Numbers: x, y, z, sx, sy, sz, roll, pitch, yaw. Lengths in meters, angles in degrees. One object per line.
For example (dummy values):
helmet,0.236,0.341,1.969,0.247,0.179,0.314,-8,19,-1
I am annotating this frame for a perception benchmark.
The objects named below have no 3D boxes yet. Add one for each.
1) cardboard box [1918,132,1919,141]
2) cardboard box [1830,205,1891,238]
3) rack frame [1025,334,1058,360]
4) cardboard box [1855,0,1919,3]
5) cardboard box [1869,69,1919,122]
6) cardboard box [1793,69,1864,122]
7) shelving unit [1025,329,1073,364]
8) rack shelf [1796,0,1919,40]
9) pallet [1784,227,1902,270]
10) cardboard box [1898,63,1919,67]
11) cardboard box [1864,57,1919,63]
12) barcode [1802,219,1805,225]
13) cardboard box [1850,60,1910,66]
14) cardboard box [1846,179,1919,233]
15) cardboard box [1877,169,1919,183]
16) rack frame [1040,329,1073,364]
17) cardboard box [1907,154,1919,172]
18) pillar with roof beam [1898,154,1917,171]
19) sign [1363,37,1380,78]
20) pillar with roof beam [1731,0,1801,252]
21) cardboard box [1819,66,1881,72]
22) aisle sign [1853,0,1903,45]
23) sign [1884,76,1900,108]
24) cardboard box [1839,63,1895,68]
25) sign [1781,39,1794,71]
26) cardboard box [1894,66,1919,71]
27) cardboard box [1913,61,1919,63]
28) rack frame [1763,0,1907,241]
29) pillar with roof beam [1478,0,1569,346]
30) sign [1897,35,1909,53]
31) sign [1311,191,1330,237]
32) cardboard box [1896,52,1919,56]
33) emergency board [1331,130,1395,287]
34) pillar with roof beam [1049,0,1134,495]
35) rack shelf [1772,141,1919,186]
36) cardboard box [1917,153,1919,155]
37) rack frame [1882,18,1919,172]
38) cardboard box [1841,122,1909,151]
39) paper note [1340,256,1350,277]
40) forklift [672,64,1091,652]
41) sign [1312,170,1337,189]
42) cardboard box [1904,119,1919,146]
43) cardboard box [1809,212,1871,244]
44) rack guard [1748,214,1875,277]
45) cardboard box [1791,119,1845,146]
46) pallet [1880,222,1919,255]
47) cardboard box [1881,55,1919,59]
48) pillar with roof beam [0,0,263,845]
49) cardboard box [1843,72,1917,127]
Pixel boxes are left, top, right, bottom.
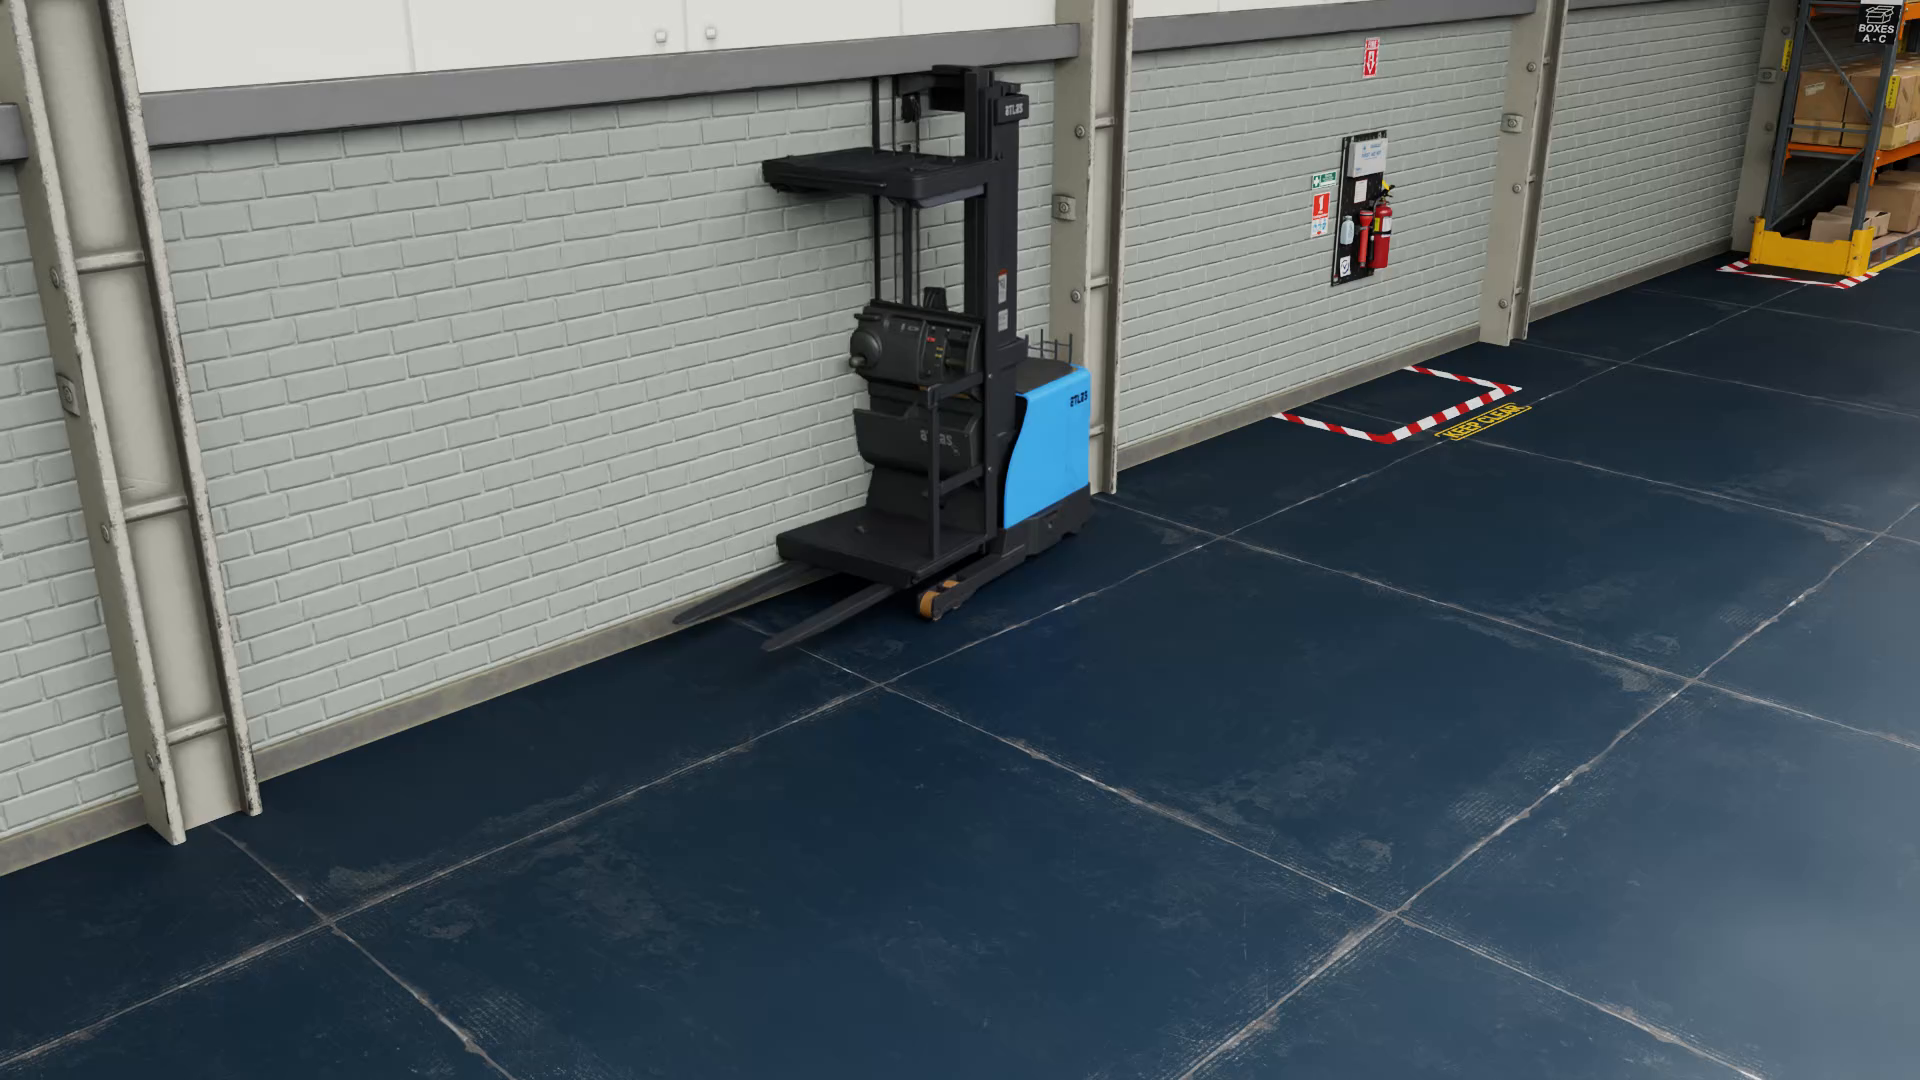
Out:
cardboard box,10.612,-4.657,18.690,0.500,0.250,0.500,19,28,40
cardboard box,10.277,-3.657,19.043,0.500,0.311,0.500,-17,27,-38
rack frame,0.520,-0.735,10.813,0.240,1.200,0.006,14,25,32
cardboard box,9.745,-5.884,17.355,0.500,0.500,0.500,-19,28,-41
cardboard box,10.233,-4.866,18.190,0.500,0.500,0.500,19,28,41
cardboard box,9.509,-4.869,18.196,0.500,0.500,0.500,19,28,40
shelving unit,0.572,-0.762,10.884,0.258,1.200,0.189,14,25,32
rack shelf,10.728,-5.983,18.782,1.077,0.370,4.000,19,28,41
pallet,9.978,-3.323,18.925,1.003,0.211,1.213,19,28,41
cardboard box,10.949,-5.133,18.885,0.500,0.500,0.500,-19,28,-40
cardboard box,10.930,-5.395,19.566,0.500,0.500,0.500,-19,28,-41
barcode,9.606,-3.620,18.932,0.001,0.075,0.075,19,28,41
cardboard box,10.576,-5.259,19.212,0.500,0.500,0.500,-20,29,-41
cardboard box,10.825,-3.921,19.467,0.700,0.500,0.500,17,27,37
cardboard box,11.427,-4.195,20.178,0.500,0.500,0.500,17,27,37
rack frame,0.623,-0.789,10.955,0.240,1.200,0.006,14,25,32
cardboard box,12.624,-4.665,21.402,0.500,0.500,0.700,-19,28,-40
pillar with roof beam,16.471,-8.066,19.018,9.100,9.000,0.400,19,28,41
sign,3.187,-3.738,12.888,0.001,0.298,0.199,19,28,41
pillar with roof beam,12.285,-6.524,15.006,9.100,9.000,0.400,19,28,41
cardboard box,9.867,-4.996,18.527,0.500,0.500,0.500,-20,29,-41
aisle sign,9.497,-5.525,17.144,0.394,0.787,0.004,19,28,41
sign,9.721,-4.673,17.345,0.100,0.325,0.005,19,28,41
cardboard box,10.225,-5.130,18.875,0.500,0.500,0.500,18,28,39
sign,8.949,-5.237,17.964,0.100,0.325,0.005,19,28,41
cardboard box,10.598,-4.998,18.532,0.500,0.500,0.500,18,27,39
cardboard box,11.312,-5.267,19.233,0.500,0.500,0.500,18,28,39
rack frame,9.332,-4.405,17.854,1.000,3.000,0.127,19,28,41
pillar with roof beam,8.100,-4.982,10.993,9.100,9.000,0.400,19,28,41
sign,11.723,-6.112,20.680,0.100,0.325,0.005,19,28,41
sign,2.804,-2.534,12.936,0.001,0.329,0.234,19,28,41
cardboard box,11.645,-5.654,20.240,0.500,0.500,0.500,18,28,39
emergency board,3.264,-2.633,13.245,0.194,1.169,0.643,19,28,41
pillar with roof beam,3.914,-3.439,6.980,9.100,9.000,0.400,19,28,41
rack shelf,10.728,-4.583,19.321,1.077,0.370,4.000,19,28,41
cardboard box,12.949,-4.810,21.780,0.700,0.500,0.500,19,28,40
rack frame,12.123,-5.433,20.529,1.000,3.000,0.127,19,28,41
cardboard box,9.900,-4.390,17.997,0.500,0.250,0.500,18,28,39
paper note,3.091,-2.194,13.329,0.016,0.148,0.142,19,28,41
forklift,-0.407,-1.109,9.374,1.130,2.935,3.031,14,25,32
sign,2.814,-2.780,12.838,0.001,0.109,0.331,19,28,41
cardboard box,10.252,-4.527,18.353,0.500,0.250,0.500,18,28,39
cardboard box,9.880,-3.511,18.662,0.500,0.311,0.500,15,26,35
rack guard,9.385,-3.258,18.353,1.175,0.500,0.348,19,28,41
cardboard box,9.520,-4.513,18.316,0.500,0.250,0.500,-20,28,-41
pallet,10.829,-3.635,19.737,1.003,0.211,1.213,19,28,41
cardboard box,11.282,-5.522,19.896,0.500,0.500,0.500,19,28,40
pillar with roof beam,-0.271,-1.897,2.968,9.100,9.000,0.400,19,28,41
cardboard box,9.881,-4.742,17.866,0.500,0.500,0.500,19,28,41
